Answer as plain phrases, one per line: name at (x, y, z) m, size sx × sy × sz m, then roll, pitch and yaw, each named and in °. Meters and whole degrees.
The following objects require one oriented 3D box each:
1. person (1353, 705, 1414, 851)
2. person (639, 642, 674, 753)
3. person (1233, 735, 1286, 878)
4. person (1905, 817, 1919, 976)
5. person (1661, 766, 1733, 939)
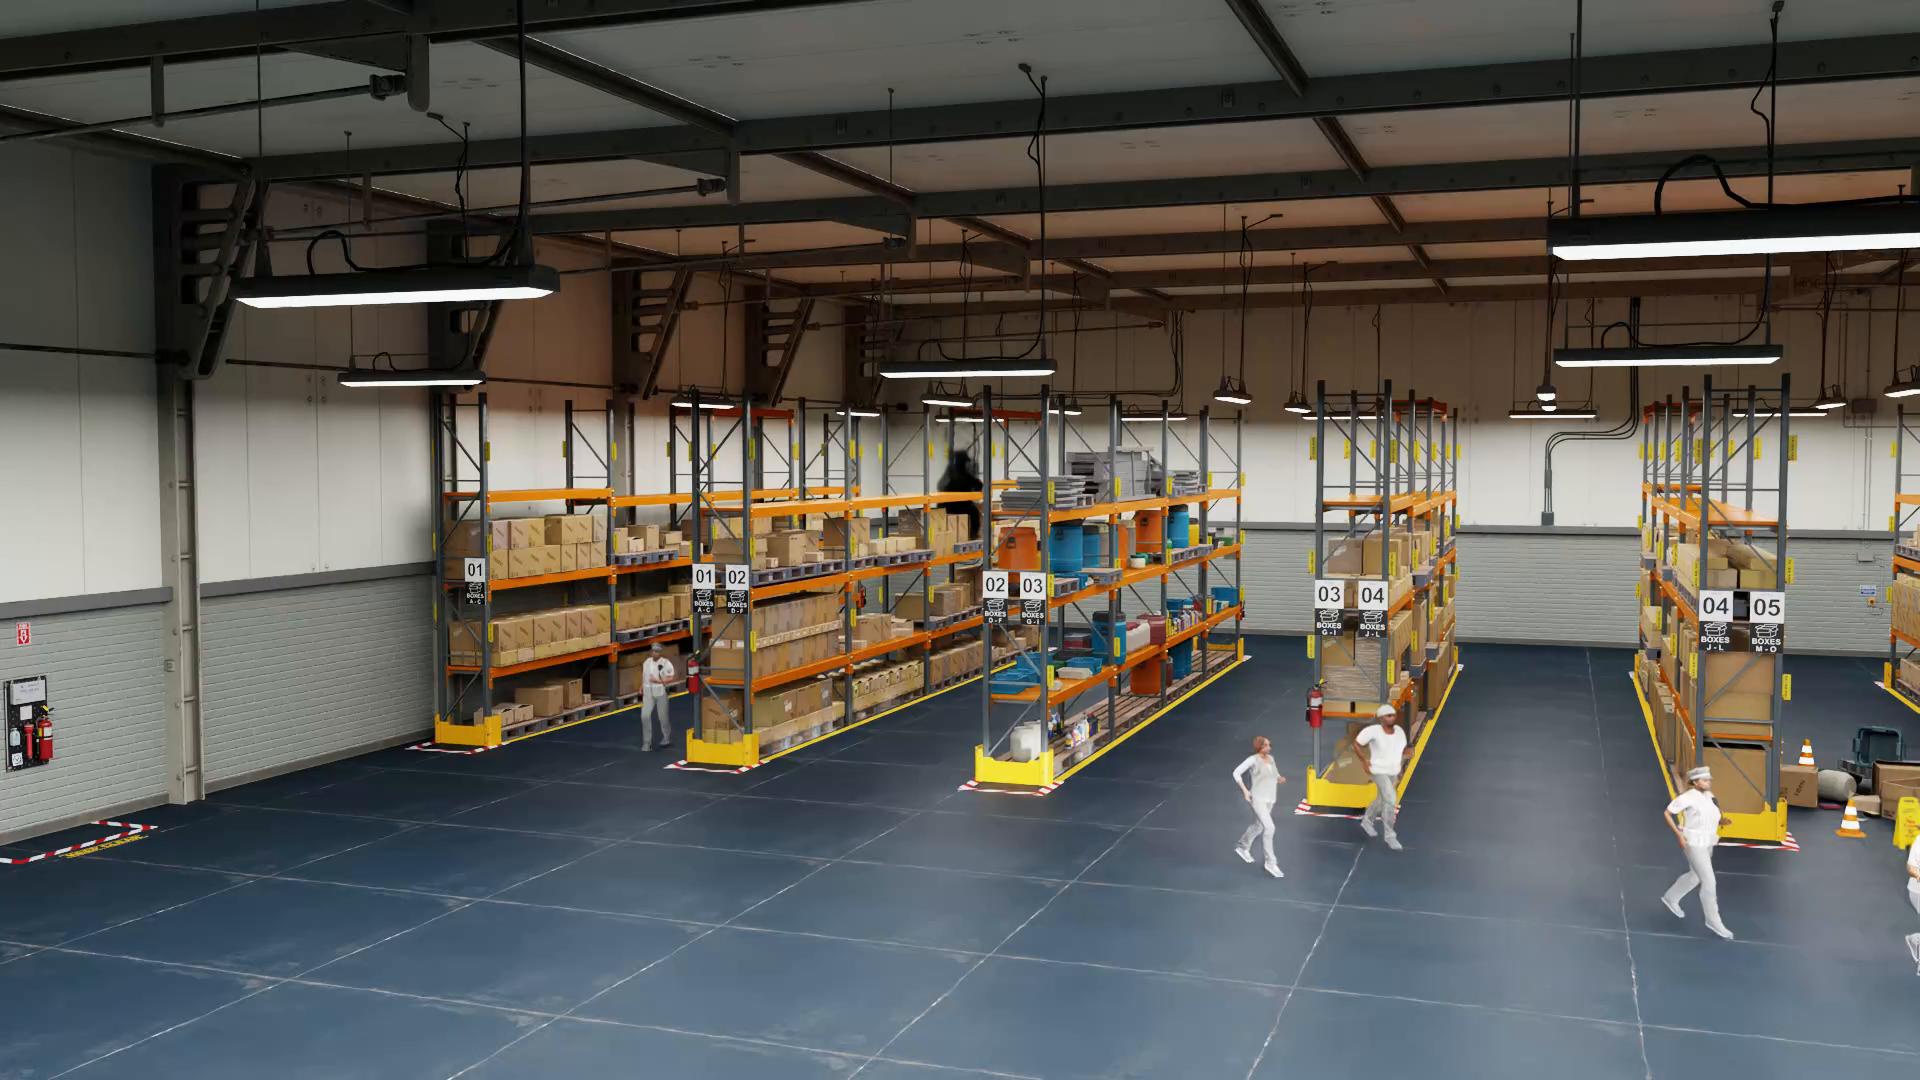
person at (5.407, 2.982, 21.193) m, size 0.691 × 1.802 × 0.827 m, roll -2°, pitch 3°, yaw -29°
person at (-5.104, 2.629, 27.970) m, size 0.638 × 1.843 × 0.809 m, roll 0°, pitch 3°, yaw 9°
person at (3.572, 3.133, 19.789) m, size 0.517 × 1.630 × 0.784 m, roll -3°, pitch 4°, yaw -42°
person at (9.223, 3.352, 15.751) m, size 0.603 × 1.617 × 0.571 m, roll -2°, pitch 4°, yaw -35°
person at (7.732, 3.213, 17.409) m, size 0.562 × 1.716 × 0.867 m, roll -2°, pitch 4°, yaw -34°
